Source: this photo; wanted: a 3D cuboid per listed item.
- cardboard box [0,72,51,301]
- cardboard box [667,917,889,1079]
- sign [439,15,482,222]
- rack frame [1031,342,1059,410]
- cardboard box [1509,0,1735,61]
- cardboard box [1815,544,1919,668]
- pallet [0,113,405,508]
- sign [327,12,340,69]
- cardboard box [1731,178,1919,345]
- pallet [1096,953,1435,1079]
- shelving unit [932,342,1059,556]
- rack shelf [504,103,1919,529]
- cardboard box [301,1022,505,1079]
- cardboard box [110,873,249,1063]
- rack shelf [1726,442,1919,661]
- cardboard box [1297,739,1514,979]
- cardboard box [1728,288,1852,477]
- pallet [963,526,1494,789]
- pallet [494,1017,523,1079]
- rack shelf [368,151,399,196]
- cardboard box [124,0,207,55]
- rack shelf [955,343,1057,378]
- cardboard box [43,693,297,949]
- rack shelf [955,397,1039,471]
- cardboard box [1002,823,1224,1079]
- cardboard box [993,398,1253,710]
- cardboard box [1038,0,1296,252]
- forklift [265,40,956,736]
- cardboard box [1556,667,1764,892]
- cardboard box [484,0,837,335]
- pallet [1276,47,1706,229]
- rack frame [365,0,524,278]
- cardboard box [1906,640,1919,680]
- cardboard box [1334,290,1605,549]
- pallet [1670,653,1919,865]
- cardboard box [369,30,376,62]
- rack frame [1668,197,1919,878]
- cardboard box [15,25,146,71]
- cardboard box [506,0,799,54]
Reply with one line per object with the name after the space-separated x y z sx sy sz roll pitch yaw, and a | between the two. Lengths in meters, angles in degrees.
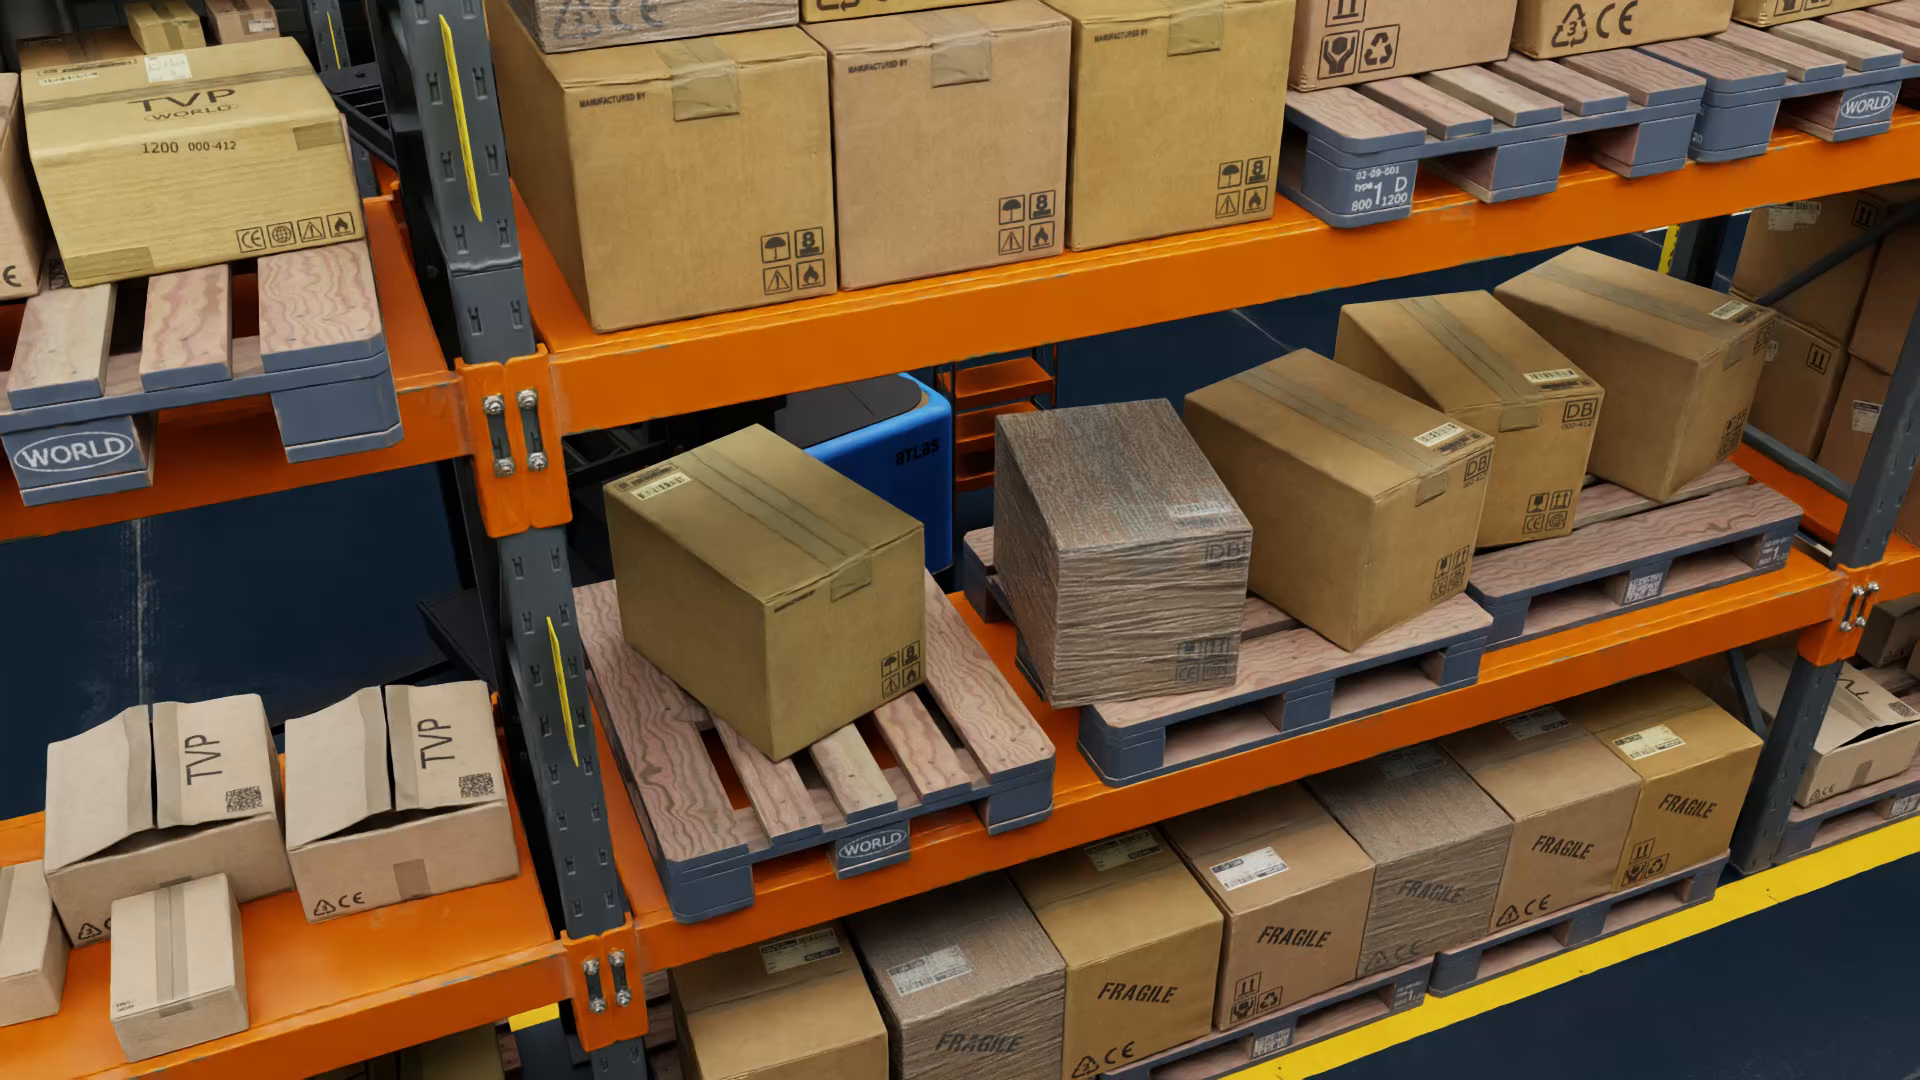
-1.915 -0.602 2.928 0.500 0.250 0.500 -12 35 -18 | cardboard box
-0.512 1.435 4.683 0.500 0.500 0.500 -11 35 -17 | cardboard box
-0.835 -0.702 2.782 0.005 0.325 0.100 -13 35 -19 | sign
0.378 -0.589 7.556 0.015 1.200 0.240 -13 35 -19 | rack frame
1.546 -1.616 4.164 0.600 0.600 0.600 -13 35 -19 | cardboard box
3.753 0.201 6.753 0.500 0.311 0.500 -13 35 -19 | cardboard box
-1.633 -0.466 3.138 1.003 0.211 1.213 -11 35 -17 | pallet
-2.744 -2.147 7.311 0.005 0.325 0.100 -13 35 -19 | sign
3.012 -1.018 5.556 0.500 0.500 0.500 -13 35 -19 | cardboard box
0.784 1.299 5.560 1.213 0.211 1.003 -13 35 -19 | pallet
0.153 -0.538 7.476 0.503 1.200 0.258 -13 35 -19 | shelving unit
0.802 -0.854 4.221 4.000 0.370 1.077 -13 35 -19 | rack shelf
-1.430 1.500 4.316 0.500 0.311 0.500 -12 35 -18 | cardboard box
-1.764 0.958 3.757 0.250 0.149 0.380 -13 35 -19 | cardboard box
4.490 -0.441 6.337 4.000 0.370 1.077 -13 35 -19 | rack shelf
1.381 0.997 5.356 0.500 0.500 0.500 -12 35 -18 | cardboard box
3.008 -0.597 5.825 0.500 0.500 0.500 -12 35 -18 | cardboard box
0.749 0.192 4.881 1.213 0.211 1.003 -13 35 -19 | pallet
-1.816 1.847 4.718 1.213 0.211 1.003 -13 35 -19 | pallet
-1.119 -2.087 8.866 4.000 0.370 1.077 -13 35 -19 | rack shelf
-3.560 -2.301 7.446 0.250 0.149 0.380 -19 38 -27 | cardboard box
0.153 -0.867 7.262 0.480 0.148 0.258 -13 35 -19 | rack shelf
-1.942 0.653 4.078 0.500 0.311 0.500 -13 35 -19 | cardboard box
0.153 -0.481 7.513 0.480 0.148 0.258 -13 35 -19 | rack shelf
0.433 1.218 5.016 0.500 0.500 0.500 -13 35 -20 | cardboard box
0.412 0.020 4.493 0.500 0.500 0.700 -7 34 -10 | cardboard box
0.297 -1.102 3.851 0.500 0.500 0.910 -13 35 -19 | cardboard box
-1.500 -0.608 5.997 3.031 2.935 1.130 -22 39 -30 | forklift
2.302 0.791 5.672 0.500 0.500 0.500 -13 35 -19 | cardboard box
-0.653 -0.884 3.516 0.500 0.500 0.910 -13 35 -19 | cardboard box
1.063 -1.176 4.229 1.003 0.211 1.213 -13 35 -19 | pallet
-1.042 -1.990 2.558 0.127 3.000 1.000 -13 35 -19 | rack frame
3.911 0.515 6.402 0.250 0.166 0.380 -13 35 -19 | cardboard box
1.513 -0.374 5.097 0.500 0.500 0.700 -8 34 -11 | cardboard box
3.280 0.704 6.475 1.213 0.211 1.003 -13 35 -19 | pallet
-2.630 -2.373 8.264 0.500 0.500 0.500 -13 35 -19 | cardboard box
2.646 -0.320 5.492 0.127 3.000 1.000 -13 35 -19 | rack frame
-3.897 -1.956 7.511 0.500 0.500 0.700 -16 36 -23 | cardboard box
-0.637 -1.283 3.213 0.500 0.500 0.500 -13 35 -19 | cardboard box
